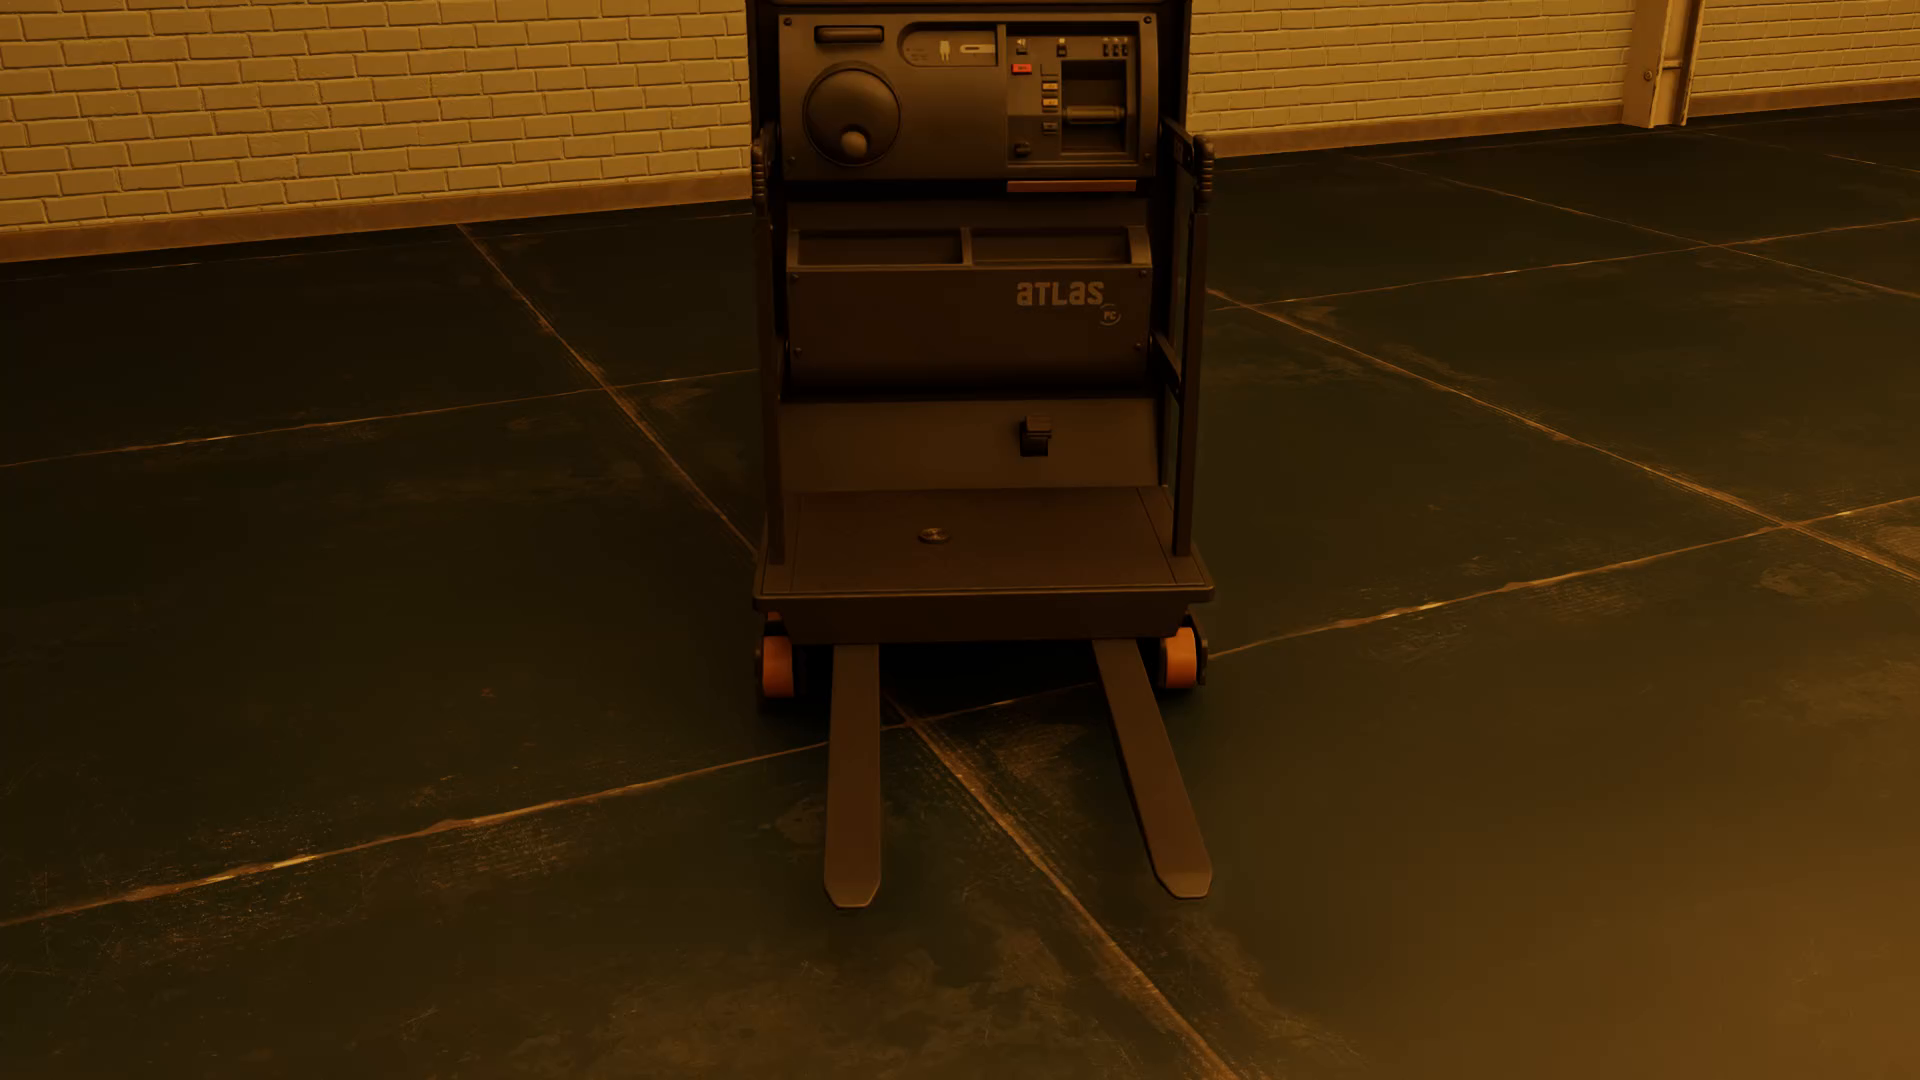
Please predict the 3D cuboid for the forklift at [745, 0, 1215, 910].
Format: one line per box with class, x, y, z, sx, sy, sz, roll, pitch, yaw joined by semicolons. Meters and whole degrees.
forklift;0.035;-1.081;3.889;1.130;2.935;3.031;-1;23;-3
